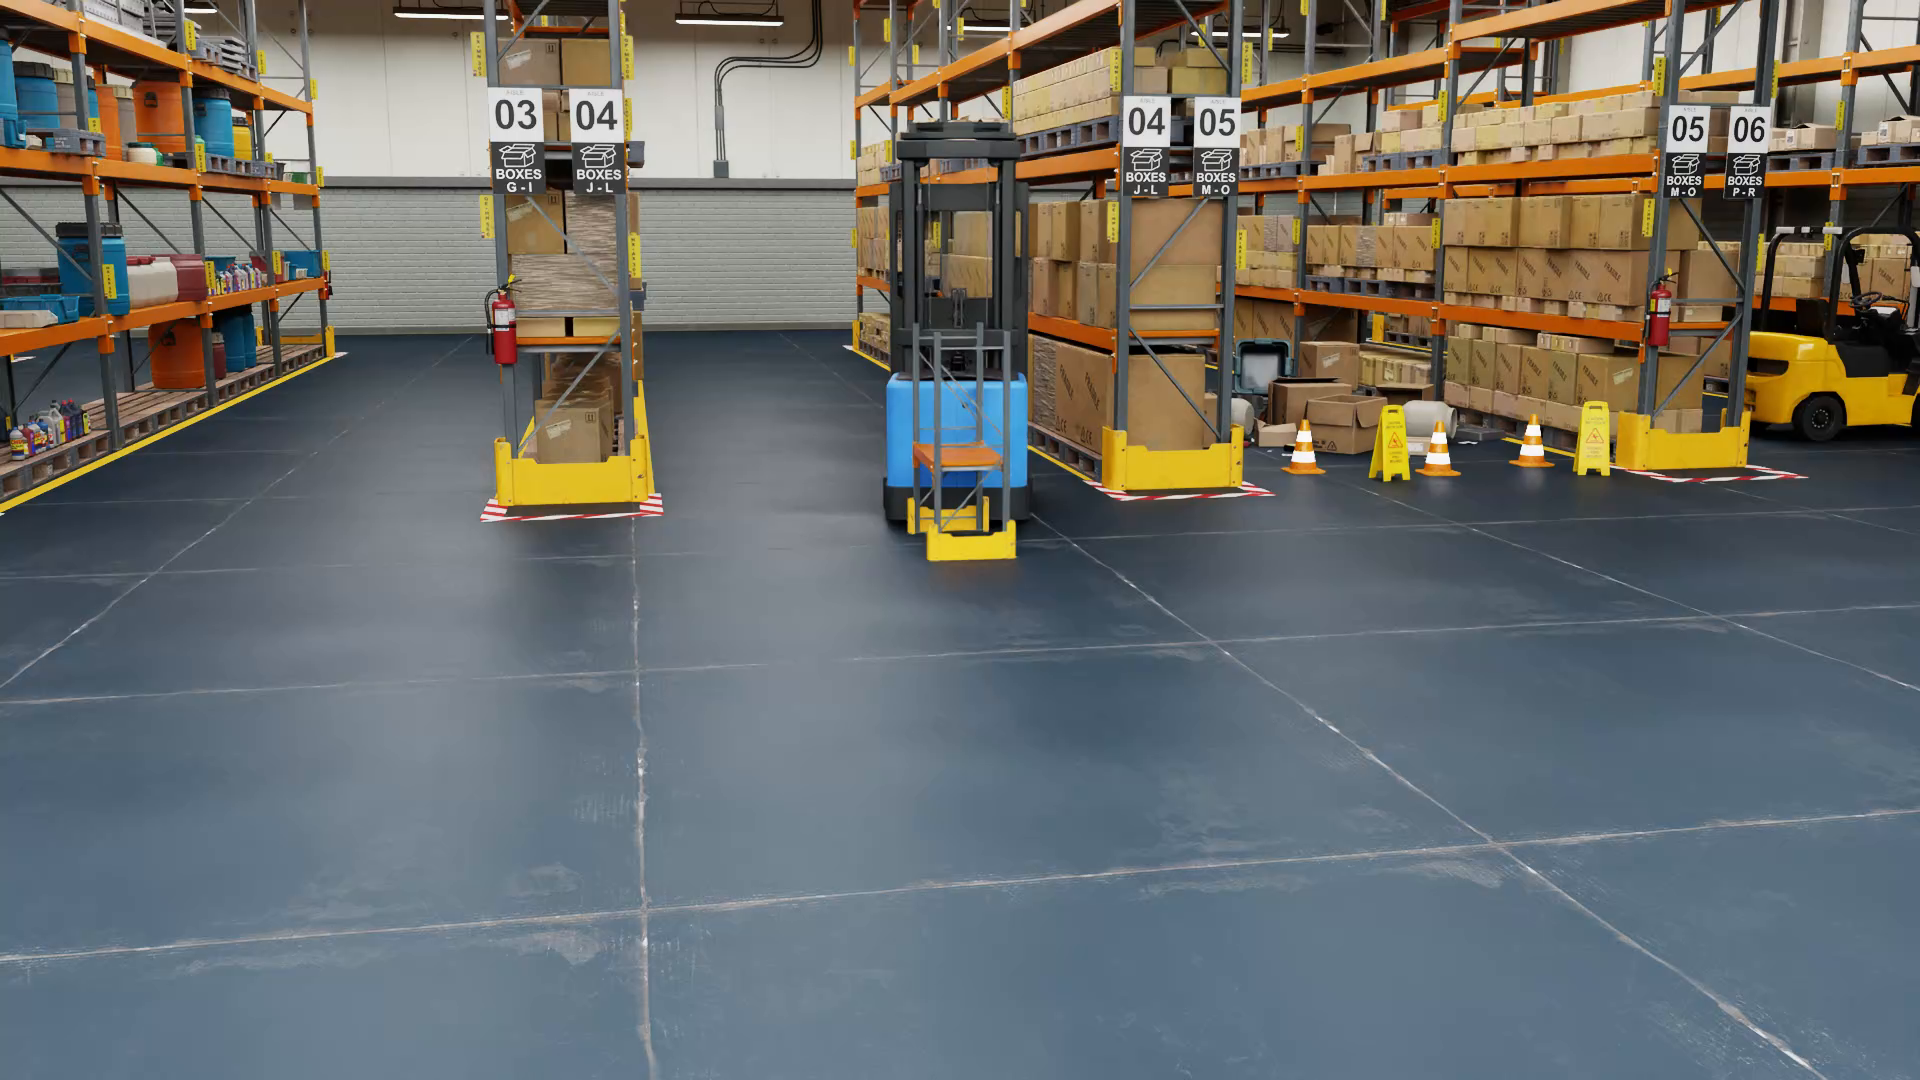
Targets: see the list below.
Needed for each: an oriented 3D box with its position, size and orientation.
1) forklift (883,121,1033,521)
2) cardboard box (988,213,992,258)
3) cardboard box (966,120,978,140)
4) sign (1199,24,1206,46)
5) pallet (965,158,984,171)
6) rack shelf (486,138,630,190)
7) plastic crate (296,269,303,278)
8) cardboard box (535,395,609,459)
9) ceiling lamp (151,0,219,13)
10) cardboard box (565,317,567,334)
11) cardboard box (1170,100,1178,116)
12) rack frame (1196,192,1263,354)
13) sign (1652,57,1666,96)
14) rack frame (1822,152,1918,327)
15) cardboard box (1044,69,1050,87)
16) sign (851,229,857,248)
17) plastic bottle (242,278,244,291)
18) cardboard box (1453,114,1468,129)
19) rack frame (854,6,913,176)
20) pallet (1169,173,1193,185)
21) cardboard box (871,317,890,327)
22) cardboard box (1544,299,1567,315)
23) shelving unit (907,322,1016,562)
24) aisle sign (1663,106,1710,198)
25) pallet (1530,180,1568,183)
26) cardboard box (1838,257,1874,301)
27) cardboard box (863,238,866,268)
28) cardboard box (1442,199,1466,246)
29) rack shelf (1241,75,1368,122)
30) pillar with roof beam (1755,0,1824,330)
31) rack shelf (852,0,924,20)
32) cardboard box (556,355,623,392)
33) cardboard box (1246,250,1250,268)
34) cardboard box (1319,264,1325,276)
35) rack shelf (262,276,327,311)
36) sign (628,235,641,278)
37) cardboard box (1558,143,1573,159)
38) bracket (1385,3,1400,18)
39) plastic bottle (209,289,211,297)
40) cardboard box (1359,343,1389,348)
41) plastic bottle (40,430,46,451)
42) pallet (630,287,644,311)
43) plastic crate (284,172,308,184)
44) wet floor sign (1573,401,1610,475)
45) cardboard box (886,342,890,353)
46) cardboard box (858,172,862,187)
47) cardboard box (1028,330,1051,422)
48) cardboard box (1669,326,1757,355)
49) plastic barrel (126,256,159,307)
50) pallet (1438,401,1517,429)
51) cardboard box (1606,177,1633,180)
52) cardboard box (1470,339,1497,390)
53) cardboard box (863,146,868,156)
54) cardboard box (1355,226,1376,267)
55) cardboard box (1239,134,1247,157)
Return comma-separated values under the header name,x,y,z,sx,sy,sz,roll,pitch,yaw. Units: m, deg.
name,x,y,z,sx,sy,sz,roll,pitch,yaw
forklift,-0.004,-1.797,13.297,1.130,2.935,3.031,0,11,1
cardboard box,0.715,-3.493,19.083,0.700,0.500,0.500,-2,11,-11
cardboard box,0.361,-4.767,19.543,0.500,0.311,0.500,-2,11,-12
sign,3.748,-7.809,25.733,0.100,0.325,0.005,-2,11,-11
pallet,0.637,-4.468,19.631,1.003,0.211,1.213,-2,11,-8
rack shelf,-3.479,-3.266,14.736,1.077,0.370,4.000,-2,11,-11
plastic crate,-10.682,-4.237,26.479,0.396,0.136,0.243,-2,11,-11
cardboard box,-3.345,-0.981,14.391,0.500,0.500,0.500,1,11,4
ceiling lamp,-13.987,-10.751,28.505,2.000,3.185,0.800,-2,11,-11
cardboard box,-3.396,-1.746,13.522,0.380,0.149,0.250,-2,11,-11
cardboard box,1.993,-3.668,14.204,0.380,0.149,0.250,-2,11,-10
rack frame,4.297,-4.340,26.479,1.000,3.000,0.127,-2,11,-11
sign,6.083,-4.032,14.465,0.100,0.325,0.005,-2,11,-11
rack frame,10.721,-3.054,19.722,1.000,3.000,0.127,-2,11,-11
cardboard box,1.003,-4.359,15.705,0.380,0.149,0.250,-2,11,-11
sign,-1.849,-5.281,29.105,0.100,0.325,0.005,-2,11,-11
plastic bottle,-9.644,-3.437,22.265,0.097,0.201,0.097,0,11,0
cardboard box,5.594,-4.545,18.072,0.380,0.149,0.250,-2,11,-12
rack frame,-1.317,-7.823,28.729,1.000,3.000,0.127,-2,11,-11
pallet,3.914,-6.144,28.170,1.003,0.211,1.213,-2,11,-11
cardboard box,-1.273,-3.625,27.627,0.380,0.149,0.250,-2,11,-10
cardboard box,6.031,-2.309,16.478,0.380,0.149,0.250,-2,11,-12
shelving unit,-0.005,-0.701,11.370,0.587,1.500,1.083,-2,11,-9
aisle sign,6.359,-3.395,14.557,0.394,0.787,0.004,-2,11,-11
pallet,9.428,-5.591,25.527,1.213,0.211,1.003,-2,11,-11
cardboard box,10.551,-3.013,19.235,0.500,0.500,0.500,-2,11,-13
cardboard box,-1.371,-4.881,28.257,0.500,0.500,0.500,-2,11,-11
cardboard box,5.726,-3.471,18.174,0.700,0.500,0.500,-2,11,-12
rack shelf,4.686,-6.371,24.095,1.077,0.370,4.000,-2,11,-11
pillar with roof beam,6.858,-6.372,21.109,9.100,9.000,0.400,-2,11,-11
rack shelf,-0.928,-8.735,26.558,1.077,0.370,4.000,-2,11,-11
cardboard box,-4.150,-1.805,18.667,0.700,0.500,0.500,-3,11,-16
cardboard box,4.407,-4.141,24.493,0.500,0.250,0.500,-2,11,-13
cardboard box,4.978,-3.570,21.981,0.380,0.149,0.250,-3,11,-15
rack shelf,-10.671,-3.813,25.633,1.077,0.370,4.000,-2,11,-11
sign,-2.558,-2.224,13.045,0.100,0.325,0.005,-2,11,-11
cardboard box,6.066,-3.781,16.188,0.380,0.149,0.250,-2,11,-13
bracket,8.479,-10.409,32.690,0.235,0.232,0.430,-2,11,-11
plastic bottle,-9.286,-3.100,20.493,0.097,0.201,0.097,0,11,0
cardboard box,5.175,-2.418,22.284,0.950,0.372,0.625,-3,11,-15
plastic bottle,-8.101,-0.884,14.625,0.097,0.201,0.097,0,11,0
pallet,-3.874,-2.564,17.659,1.003,0.211,1.213,-2,11,-11
plastic crate,-10.588,-5.733,26.337,0.450,0.188,0.336,-2,11,-11
wet floor sign,5.618,-0.909,14.748,0.267,0.644,0.232,2,11,9
cardboard box,-0.949,-3.007,25.976,0.380,0.149,0.250,-2,11,-10
cardboard box,-1.480,-6.184,28.542,0.500,0.250,0.500,-2,11,-9
cardboard box,1.071,-1.719,17.267,0.875,0.875,0.875,-2,11,-10
cardboard box,10.186,-2.593,22.527,0.875,0.625,0.625,-2,11,-9
plastic barrel,-8.924,-2.797,18.005,0.433,0.535,0.433,0,11,0
pallet,6.018,-1.381,18.390,1.003,0.211,1.213,-2,11,-11
cardboard box,9.605,-5.273,23.758,0.500,0.250,0.500,-2,11,-13
cardboard box,5.819,-1.881,17.784,0.500,0.500,0.500,-2,11,-9
cardboard box,-1.417,-6.505,27.825,0.380,0.149,0.250,-2,11,-10
cardboard box,5.243,-3.633,20.575,0.500,0.500,0.500,-3,11,-13
cardboard box,4.184,-5.897,25.245,0.500,0.500,0.500,-2,11,-12
